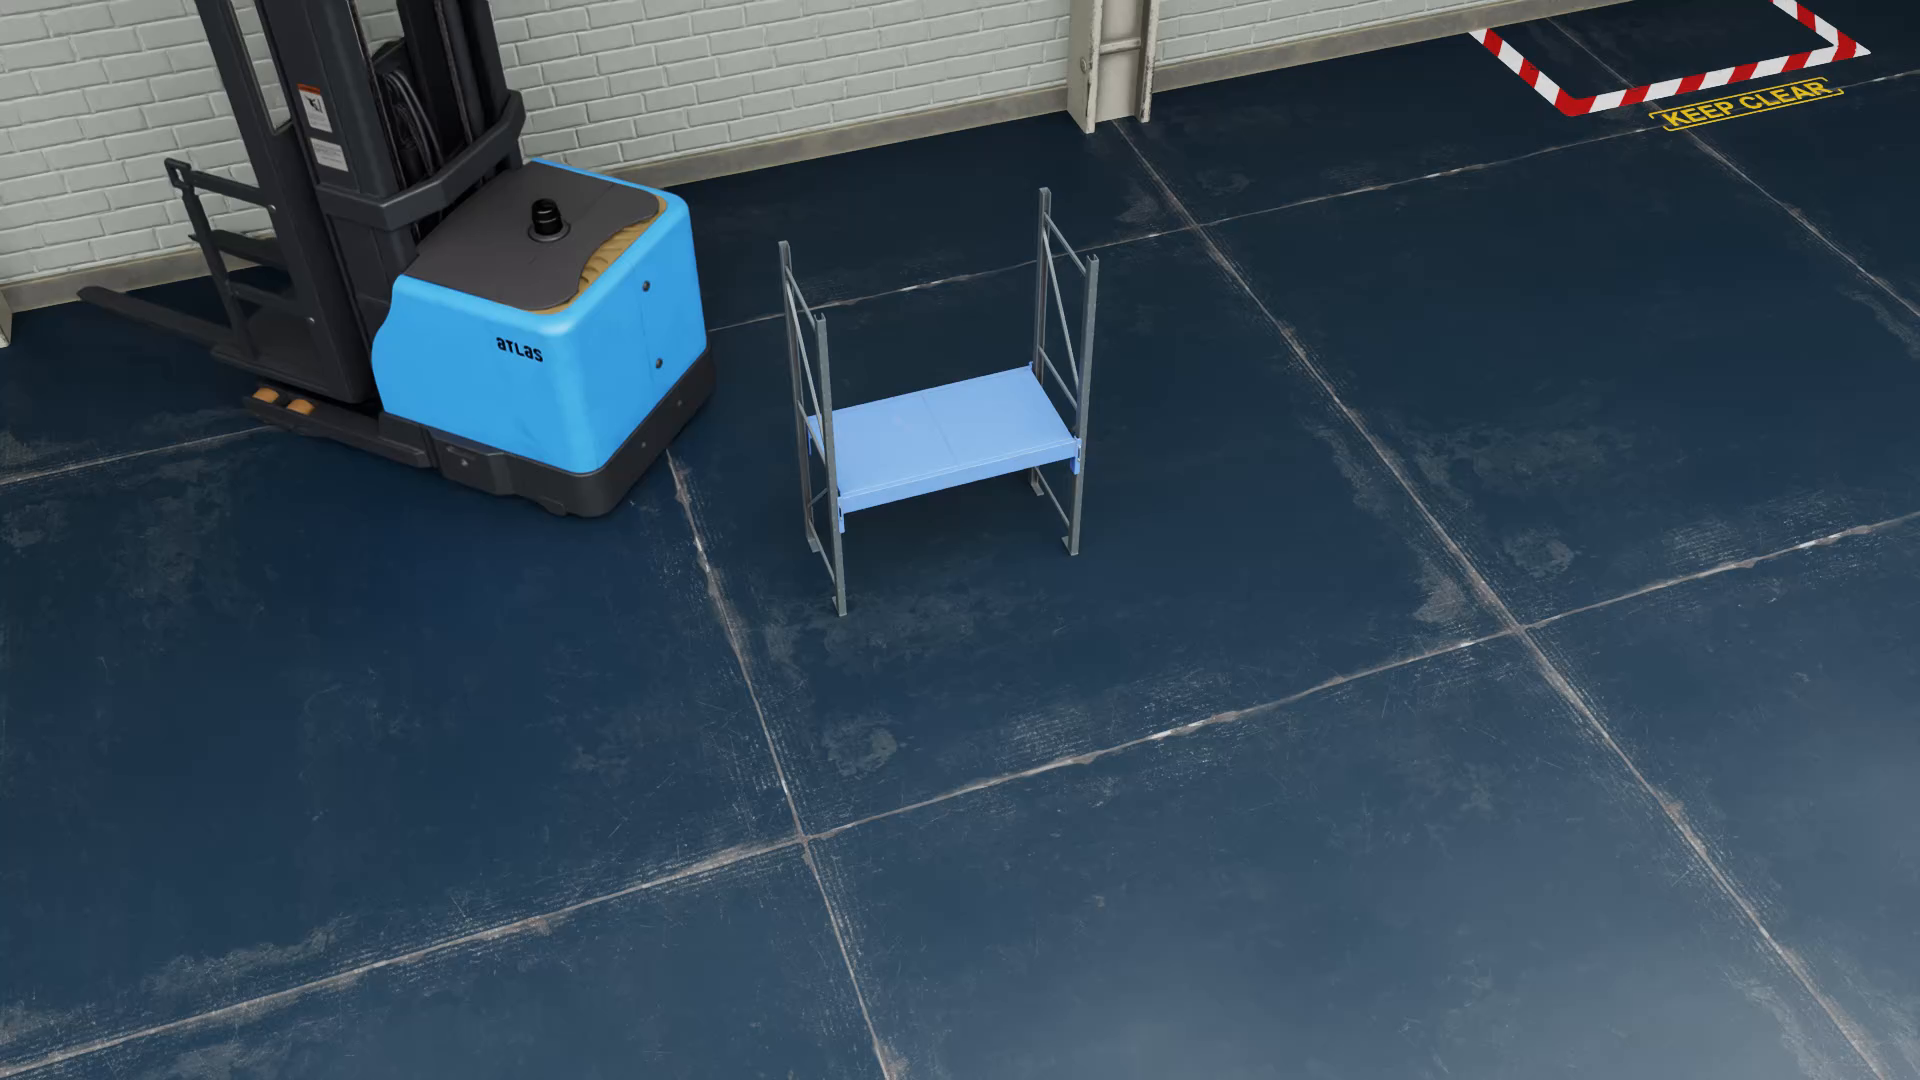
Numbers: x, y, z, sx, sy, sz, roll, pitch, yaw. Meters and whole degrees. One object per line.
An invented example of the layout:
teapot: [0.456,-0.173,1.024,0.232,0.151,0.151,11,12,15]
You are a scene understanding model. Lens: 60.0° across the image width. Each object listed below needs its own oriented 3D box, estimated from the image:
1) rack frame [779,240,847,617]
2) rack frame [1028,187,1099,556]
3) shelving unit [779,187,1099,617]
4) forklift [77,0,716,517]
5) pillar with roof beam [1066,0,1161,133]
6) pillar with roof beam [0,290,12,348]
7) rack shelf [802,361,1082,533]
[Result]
rack frame: [-0.558,-0.387,6.386,0.032,1.500,0.500,-14,47,-14]
rack frame: [0.398,-0.631,6.629,0.032,1.500,0.500,-14,47,-14]
shelving unit: [-0.080,-0.509,6.508,1.048,1.500,0.538,-14,47,-14]
forklift: [-2.688,-1.831,6.815,3.031,2.935,1.130,17,48,17]
pillar with roof beam: [2.301,-2.740,3.437,0.400,9.000,9.100,-14,47,-14]
pillar with roof beam: [-3.343,-1.297,1.999,0.400,9.000,9.100,-14,47,-14]
rack shelf: [-0.080,-0.382,6.635,1.000,0.185,0.538,-14,47,-14]
